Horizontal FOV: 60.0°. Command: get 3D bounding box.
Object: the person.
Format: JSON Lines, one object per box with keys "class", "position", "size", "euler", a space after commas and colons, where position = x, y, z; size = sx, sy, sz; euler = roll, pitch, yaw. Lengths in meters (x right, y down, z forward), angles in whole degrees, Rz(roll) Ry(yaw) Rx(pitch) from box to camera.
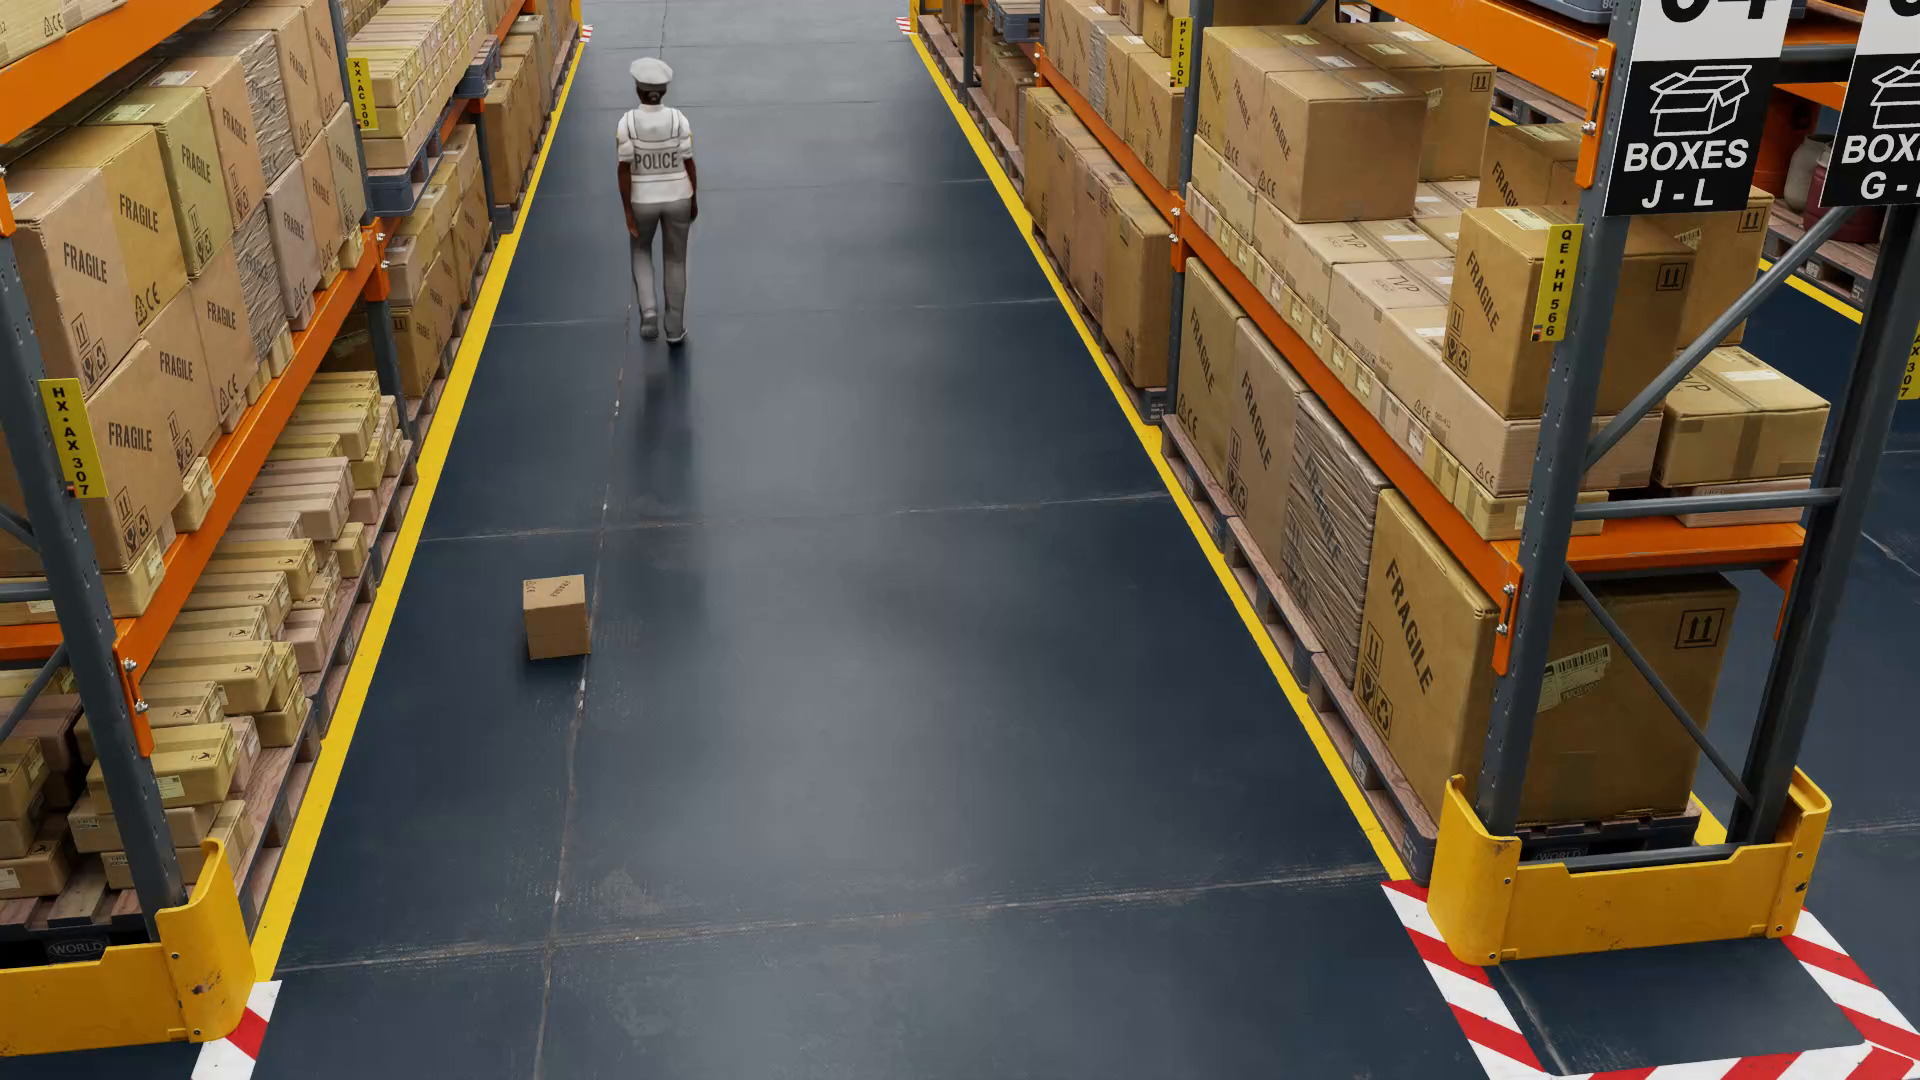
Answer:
{"class": "person", "position": [-1.802, -2.014, 9.981], "size": [0.456, 1.719, 0.465], "euler": [-5, 28, -9]}
